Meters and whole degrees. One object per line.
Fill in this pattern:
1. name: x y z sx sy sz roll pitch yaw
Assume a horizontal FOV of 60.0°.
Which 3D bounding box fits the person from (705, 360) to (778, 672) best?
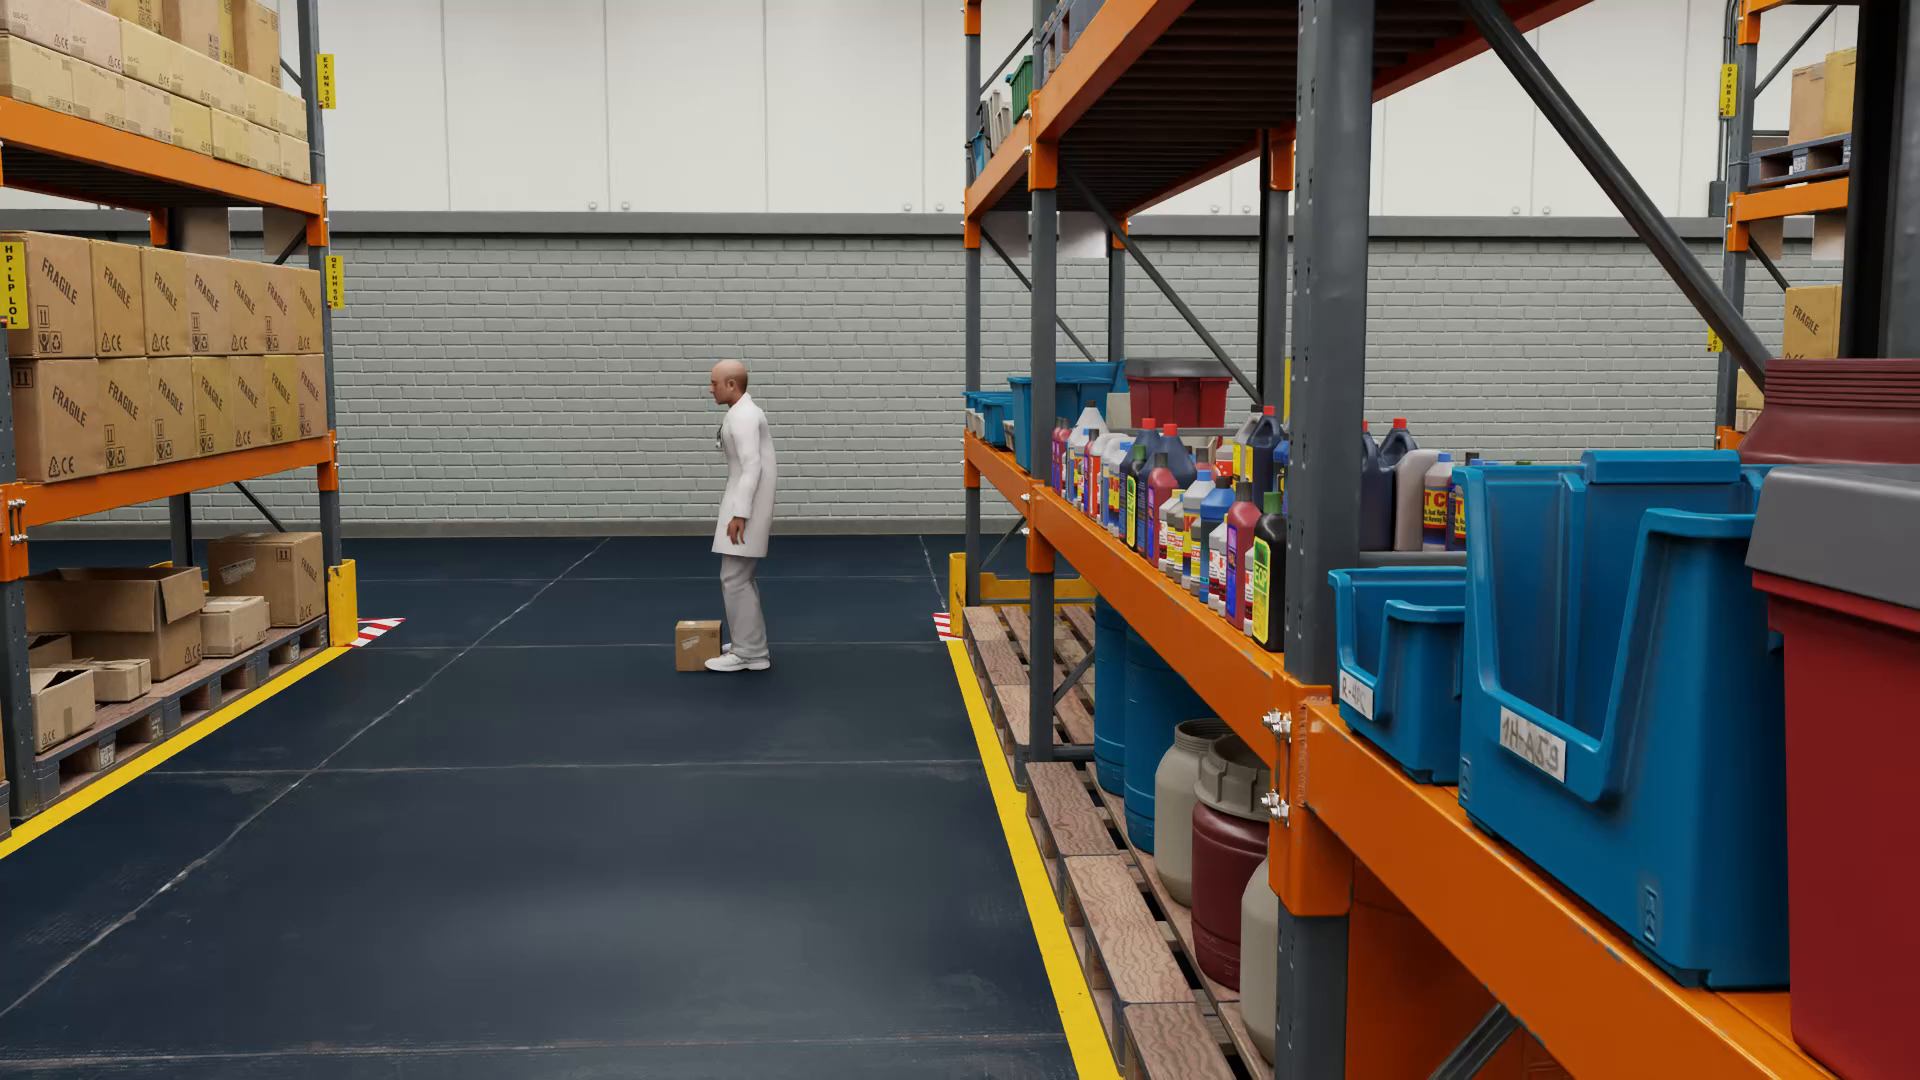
1. person: -1.262 -0.147 9.557 0.429 1.772 0.644 -1 7 -7
